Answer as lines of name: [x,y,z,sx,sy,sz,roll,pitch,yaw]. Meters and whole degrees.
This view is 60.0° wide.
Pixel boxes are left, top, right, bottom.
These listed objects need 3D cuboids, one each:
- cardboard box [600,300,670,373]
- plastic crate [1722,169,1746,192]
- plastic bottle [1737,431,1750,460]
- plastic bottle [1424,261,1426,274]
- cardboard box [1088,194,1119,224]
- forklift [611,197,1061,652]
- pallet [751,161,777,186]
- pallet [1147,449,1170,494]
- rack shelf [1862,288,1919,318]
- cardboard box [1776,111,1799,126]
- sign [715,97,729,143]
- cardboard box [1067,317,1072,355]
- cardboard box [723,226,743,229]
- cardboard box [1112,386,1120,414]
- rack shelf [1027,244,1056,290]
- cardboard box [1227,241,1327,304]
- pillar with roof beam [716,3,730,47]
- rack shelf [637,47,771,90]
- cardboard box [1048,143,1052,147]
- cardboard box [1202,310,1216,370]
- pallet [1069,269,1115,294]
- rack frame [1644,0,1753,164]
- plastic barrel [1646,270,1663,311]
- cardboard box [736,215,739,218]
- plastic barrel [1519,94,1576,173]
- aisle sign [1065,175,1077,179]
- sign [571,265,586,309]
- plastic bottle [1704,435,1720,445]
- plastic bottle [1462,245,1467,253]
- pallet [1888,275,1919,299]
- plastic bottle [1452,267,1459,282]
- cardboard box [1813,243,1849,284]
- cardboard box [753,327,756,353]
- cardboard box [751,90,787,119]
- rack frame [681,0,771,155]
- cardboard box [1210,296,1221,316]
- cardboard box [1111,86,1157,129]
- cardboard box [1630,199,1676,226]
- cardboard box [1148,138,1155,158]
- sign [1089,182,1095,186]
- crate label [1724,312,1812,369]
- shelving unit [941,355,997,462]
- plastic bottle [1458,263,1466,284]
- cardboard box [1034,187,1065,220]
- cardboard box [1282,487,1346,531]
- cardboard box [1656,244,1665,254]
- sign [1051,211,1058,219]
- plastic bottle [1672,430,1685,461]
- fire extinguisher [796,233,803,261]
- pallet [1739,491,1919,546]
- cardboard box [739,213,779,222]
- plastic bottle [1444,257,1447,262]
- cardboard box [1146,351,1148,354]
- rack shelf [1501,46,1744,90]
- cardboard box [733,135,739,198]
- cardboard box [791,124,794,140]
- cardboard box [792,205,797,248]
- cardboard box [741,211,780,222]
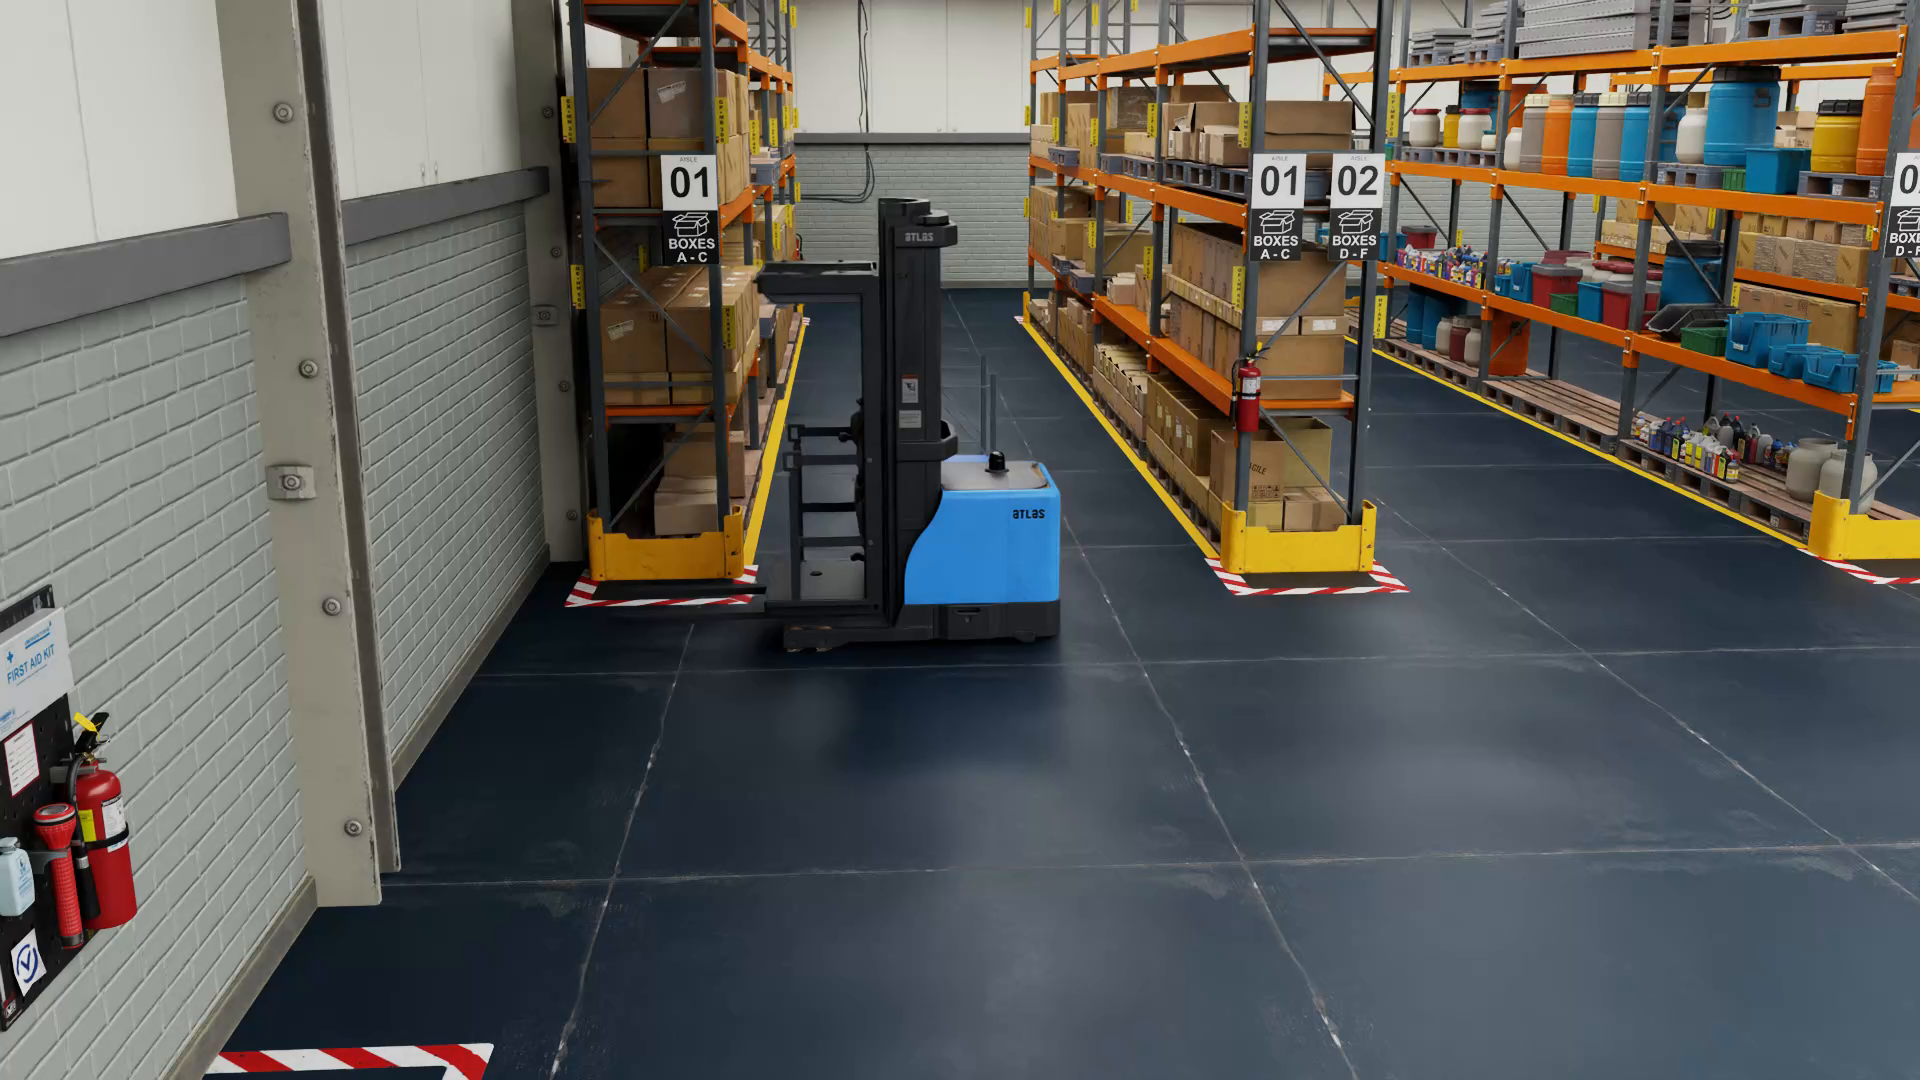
cardboard box: [-2.519,-1.584,12.919,0.500,0.500,0.500,-1,14,-4]
plastic crate: [7.188,-3.271,15.126,0.336,0.188,0.450,-1,14,-3]
plastic bottle: [7.621,-0.924,16.164,0.061,0.283,0.133,-1,14,-3]
plastic bottle: [6.552,-3.831,23.293,0.097,0.201,0.097,0,14,0]
cardboard box: [2.174,-4.886,24.789,0.500,0.500,0.500,-1,14,-2]
forklift: [-0.858,-0.807,11.280,3.031,2.935,1.130,-1,14,-4]
pallet: [-2.458,-3.682,16.673,1.213,0.211,1.003,-1,14,-3]
pallet: [2.426,-0.693,16.297,1.003,0.211,1.213,-1,14,-3]
rack shelf: [12.182,-2.543,19.335,1.077,0.370,4.000,-1,14,-3]
cardboard box: [11.856,-5.944,24.046,0.700,0.500,0.500,-1,14,-2]
sign: [-1.736,-3.054,12.104,0.100,0.325,0.005,-1,14,-3]
cardboard box: [1.777,-2.853,23.230,0.500,0.500,0.500,-1,14,-3]
cardboard box: [-2.722,-3.650,19.807,0.380,0.149,0.250,-3,15,-11]
cardboard box: [2.011,-1.592,18.870,0.500,0.250,0.500,-1,14,-2]
rack shelf: [1.799,-4.381,26.477,1.077,0.370,4.000,-1,14,-3]
cardboard box: [2.609,-2.184,13.692,0.700,0.500,0.500,-1,14,-5]
pillar with roof beam: [-0.003,-8.779,30.088,9.100,9.000,0.400,-1,14,-3]
rack shelf: [-2.650,-5.025,17.745,1.077,0.370,4.000,-1,14,-3]
cardboard box: [1.607,-5.853,25.037,0.500,0.250,0.500,-1,14,-3]
cardboard box: [2.551,-1.797,14.790,0.700,0.500,0.500,0,14,-2]
pallet: [2.058,-3.312,21.262,1.213,0.211,1.003,-1,14,-3]
rack frame: [7.362,-5.223,16.267,1.000,3.000,0.127,-1,14,-3]
plastic barrel: [7.522,-2.625,17.936,0.433,0.535,0.433,0,14,0]
cardboard box: [-3.118,-4.090,21.561,0.500,0.250,0.500,-1,14,-5]
plastic barrel: [6.949,-4.800,19.638,0.600,0.901,0.600,0,14,0]
aisle sign: [1.976,-6.507,28.081,0.394,0.787,0.004,-1,14,-3]
sign: [-2.833,-1.880,12.356,0.100,0.325,0.005,-1,14,-3]
plastic bottle: [7.182,-0.860,15.934,0.152,0.276,0.135,-1,14,-3]
plastic bottle: [7.250,-4.060,23.885,0.144,0.351,0.185,-1,14,-3]
pallet: [12.208,-3.120,20.520,1.213,0.211,1.003,-1,14,-3]
plastic bottle: [6.624,-3.542,22.171,0.097,0.201,0.097,0,14,0]
cardboard box: [11.755,-3.680,22.110,0.500,0.500,0.500,-1,14,-4]
cardboard box: [-2.171,-1.865,15.515,0.500,0.250,0.500,-1,14,-3]
cardboard box: [-2.786,-6.331,24.346,0.500,0.500,0.500,-1,14,-4]
rack frame: [-2.774,-6.065,19.539,1.000,3.000,0.127,-1,14,-3]
cardboard box: [2.371,-2.024,14.371,0.380,0.149,0.250,0,14,-2]
cardboard box: [2.150,-5.331,20.499,0.500,0.500,0.500,-1,14,-3]
cardboard box: [11.392,-5.437,27.335,0.500,0.500,0.500,-1,14,-5]
cardboard box: [2.361,-4.302,18.165,0.500,0.250,0.500,-2,15,-8]
sign: [2.230,-5.944,28.150,0.100,0.325,0.005,-1,14,-3]
crate label: [7.226,-1.794,14.907,0.502,0.435,0.616,-1,14,-3]
shelving unit: [0.005,-0.705,13.757,0.538,1.500,1.048,-1,14,-3]
plastic bottle: [6.636,-3.527,21.974,0.097,0.271,0.097,0,14,0]
cardboard box: [1.479,-5.515,27.233,0.500,0.500,0.500,-1,14,-3]
cardboard box: [2.855,-0.256,13.677,0.500,0.250,0.500,-1,14,-3]
cardboard box: [11.384,-4.652,26.593,0.380,0.149,0.250,-1,14,-4]
sign: [1.381,-4.641,24.306,0.100,0.325,0.005,-1,14,-3]
plastic bottle: [6.978,-0.919,16.149,0.061,0.283,0.133,0,14,-1]
fire extinguisher: [-2.818,-4.976,28.249,0.296,0.674,0.183,-1,14,-3]
pallet: [7.513,-0.193,14.352,1.003,0.211,1.213,-1,14,-3]
cardboard box: [-2.613,-4.100,21.598,0.500,0.250,0.500,-1,14,-3]
plastic bottle: [6.634,-3.714,22.677,0.061,0.283,0.133,-1,14,-3]
cardboard box: [2.487,-2.125,19.814,0.500,0.311,0.500,-1,14,-4]
rack shelf: [7.238,-5.178,18.340,1.077,0.370,4.000,-1,14,-3]
cardboard box: [-2.083,-3.031,13.526,0.500,0.500,0.500,0,14,-1]
cardboard box: [-2.959,-6.603,26.907,0.500,0.250,0.500,0,14,-2]
cardboard box: [-3.228,-5.168,27.490,0.980,0.700,0.700,0,14,-1]
cardboard box: [-2.651,-4.227,22.091,0.500,0.250,0.500,-1,14,-5]
